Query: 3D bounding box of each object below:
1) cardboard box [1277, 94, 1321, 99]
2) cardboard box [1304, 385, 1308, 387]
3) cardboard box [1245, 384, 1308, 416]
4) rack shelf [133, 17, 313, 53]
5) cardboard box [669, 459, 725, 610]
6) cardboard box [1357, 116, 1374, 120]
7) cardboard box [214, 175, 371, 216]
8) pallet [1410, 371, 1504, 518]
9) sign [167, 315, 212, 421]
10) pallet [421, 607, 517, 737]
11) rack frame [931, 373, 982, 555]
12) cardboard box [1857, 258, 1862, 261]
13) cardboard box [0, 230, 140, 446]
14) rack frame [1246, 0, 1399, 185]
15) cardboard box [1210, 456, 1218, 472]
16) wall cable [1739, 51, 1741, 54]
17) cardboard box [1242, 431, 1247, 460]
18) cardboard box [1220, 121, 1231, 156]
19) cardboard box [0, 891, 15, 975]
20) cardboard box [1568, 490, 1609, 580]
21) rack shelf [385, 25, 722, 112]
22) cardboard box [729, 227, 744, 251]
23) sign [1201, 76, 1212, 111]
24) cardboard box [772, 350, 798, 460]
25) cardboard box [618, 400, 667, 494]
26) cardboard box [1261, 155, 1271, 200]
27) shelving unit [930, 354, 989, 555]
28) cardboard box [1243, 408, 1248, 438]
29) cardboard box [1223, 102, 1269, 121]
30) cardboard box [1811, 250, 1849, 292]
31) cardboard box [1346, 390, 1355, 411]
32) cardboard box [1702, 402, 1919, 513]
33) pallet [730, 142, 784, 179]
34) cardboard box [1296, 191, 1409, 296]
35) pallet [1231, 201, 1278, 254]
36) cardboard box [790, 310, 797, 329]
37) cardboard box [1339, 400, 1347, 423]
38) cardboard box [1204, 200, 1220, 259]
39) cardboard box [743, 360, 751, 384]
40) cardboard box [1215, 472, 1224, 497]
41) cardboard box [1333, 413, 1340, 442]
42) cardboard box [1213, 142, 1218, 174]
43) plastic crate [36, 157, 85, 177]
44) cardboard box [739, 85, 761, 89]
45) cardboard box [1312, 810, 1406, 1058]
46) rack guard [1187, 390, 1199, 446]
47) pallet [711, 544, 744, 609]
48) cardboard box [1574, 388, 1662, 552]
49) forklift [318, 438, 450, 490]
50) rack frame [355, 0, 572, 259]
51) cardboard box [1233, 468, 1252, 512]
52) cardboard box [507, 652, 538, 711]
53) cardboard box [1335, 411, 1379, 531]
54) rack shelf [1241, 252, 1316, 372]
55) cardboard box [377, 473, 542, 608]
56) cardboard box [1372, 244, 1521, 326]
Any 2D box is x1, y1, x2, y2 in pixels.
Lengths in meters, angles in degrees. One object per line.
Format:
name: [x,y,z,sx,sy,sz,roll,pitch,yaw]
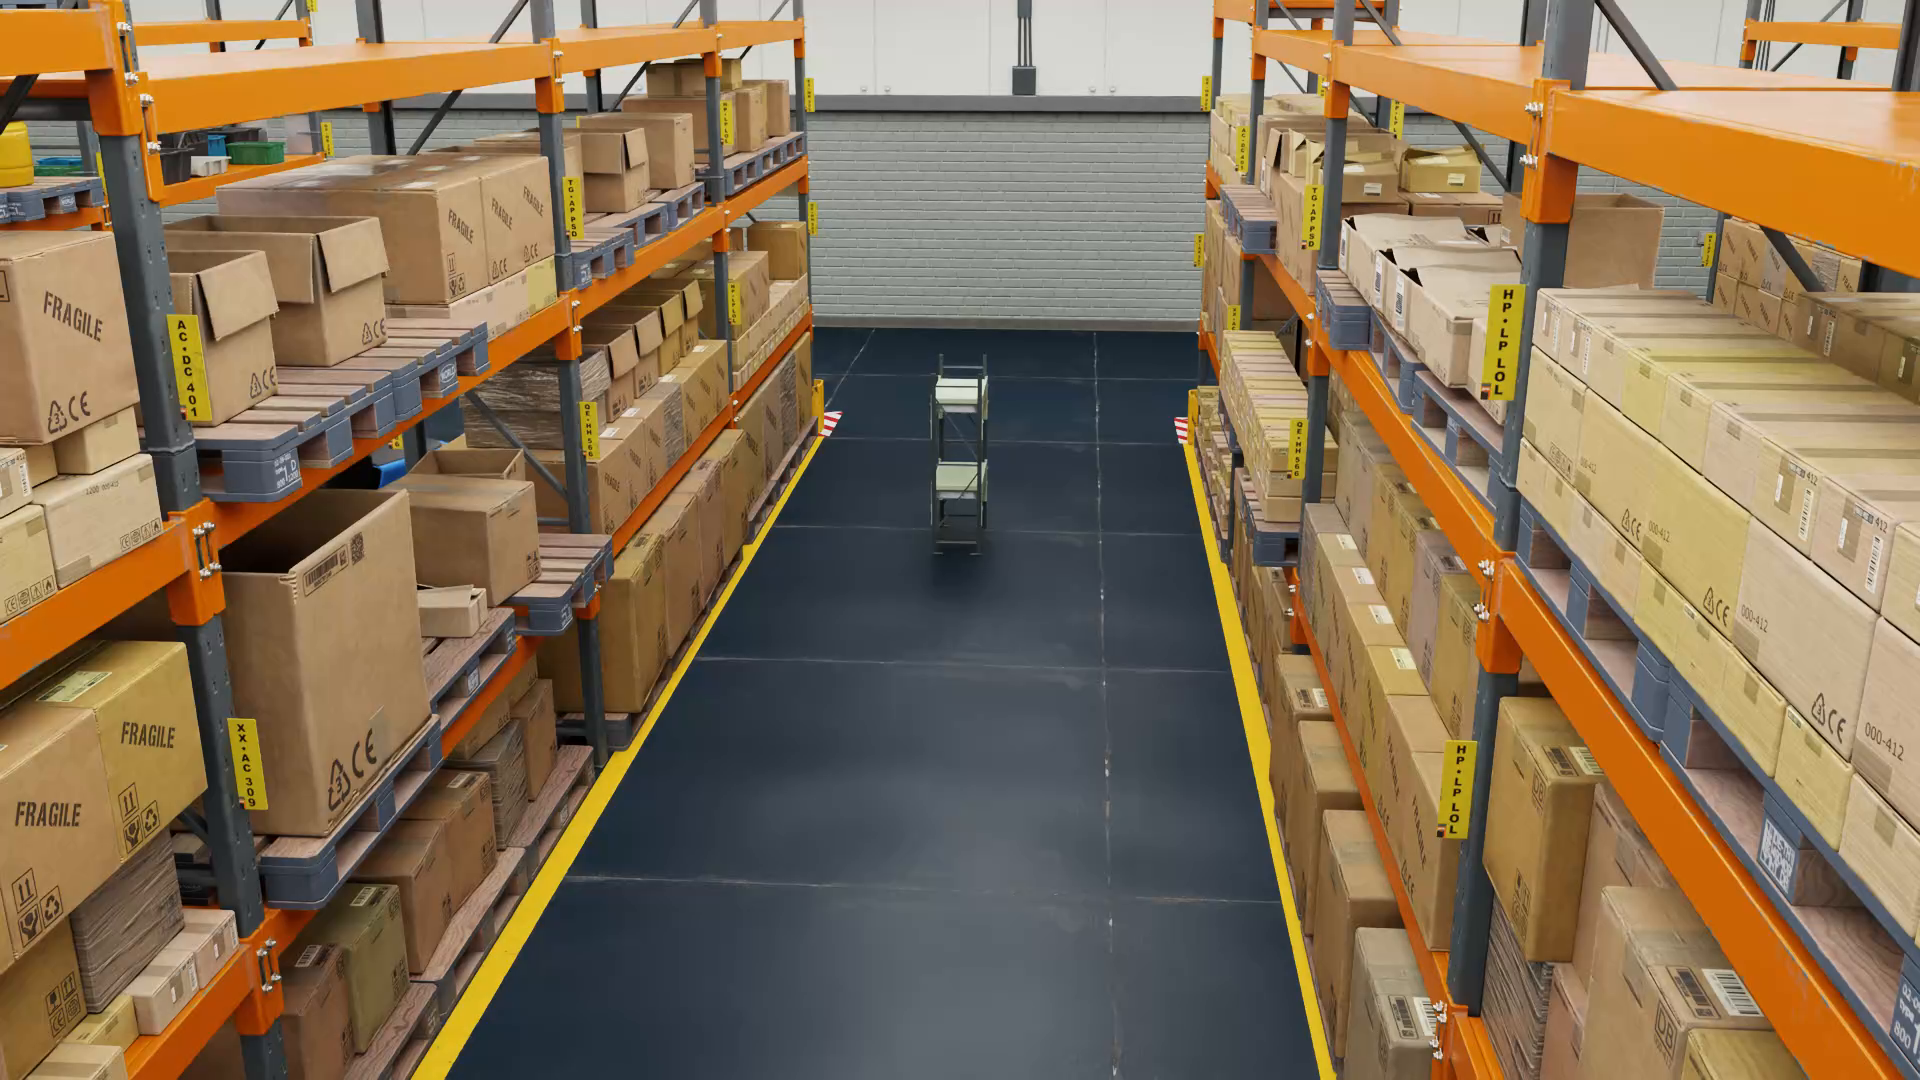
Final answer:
cardboard box: [3.184,-4.117,15.650,0.380,0.149,0.250,1,18,3]
cardboard box: [2.919,-1.246,13.313,0.380,0.149,0.250,2,18,6]
cardboard box: [2.014,-0.888,10.588,0.380,0.149,0.250,2,18,7]
rack shelf: [-7.109,-4.396,14.684,1.077,0.370,4.000,1,18,4]
cardboard box: [-2.401,-0.058,12.021,1.225,0.875,0.875,1,18,2]
cardboard box: [2.943,-3.153,12.709,0.380,0.149,0.250,1,18,2]
cardboard box: [-2.958,-1.359,7.473,0.500,0.500,0.500,1,18,2]
pallet: [2.071,-0.339,5.630,0.805,0.209,1.217,1,18,2]
sign: [-2.344,-0.522,5.051,0.100,0.325,0.005,1,18,4]
pallet: [-2.700,0.604,7.570,1.003,0.211,1.213,1,18,4]
rack frame: [-0.027,-0.597,13.336,0.400,1.500,0.023,1,18,4]
cardboard box: [7.432,-2.293,13.297,0.380,0.149,0.250,1,18,3]
cardboard box: [-2.663,-0.567,4.578,0.500,0.500,0.500,1,18,2]
rack frame: [2.628,-4.054,11.843,1.000,3.000,0.127,1,18,4]
cardboard box: [2.461,-0.654,15.005,0.380,0.149,0.250,1,18,4]
wall cable: [8.736,-6.972,20.750,2.355,3.000,0.029,1,18,4]
cardboard box: [2.015,-0.603,10.674,0.380,0.149,0.250,2,18,6]
cardboard box: [2.505,-3.431,14.196,0.500,0.250,0.500,1,18,2]
cardboard box: [-2.714,0.932,4.018,0.500,0.500,0.500,1,18,4]
cardboard box: [1.654,-0.008,3.882,0.380,0.149,0.250,1,18,4]
rack shelf: [-2.455,-3.043,10.555,1.077,0.370,4.000,1,18,4]
cardboard box: [-2.365,-2.716,15.952,0.500,0.500,0.500,1,18,3]
sign: [2.374,-4.298,16.002,0.100,0.325,0.005,1,18,4]
cardboard box: [-2.056,-1.294,15.793,0.875,0.875,0.875,1,18,4]
cardboard box: [-2.224,-0.615,10.821,0.500,0.500,0.500,1,18,3]
cardboard box: [2.356,-2.517,11.439,0.500,0.311,0.500,1,18,3]
shelving unit: [0.000,-0.711,13.683,0.431,1.500,0.755,1,18,4]
cardboard box: [2.013,-0.747,10.635,0.380,0.149,0.250,2,18,5]
cardboard box: [2.491,-3.732,14.475,0.380,0.149,0.250,2,18,6]
cardboard box: [7.403,-2.115,13.794,0.500,0.500,0.500,2,18,5]
cardboard box: [2.660,-0.871,10.538,0.380,0.149,0.250,2,18,6]
cardboard box: [1.600,-0.150,3.033,0.380,0.149,0.250,1,18,4]
pallet: [-2.153,-3.360,14.686,1.003,0.211,1.213,1,18,4]
cardboard box: [2.129,-1.617,9.062,0.500,0.500,0.500,1,18,4]
pallet: [2.406,-2.028,10.778,1.213,0.211,1.003,1,18,4]
cardboard box: [-1.777,-2.114,15.959,0.380,0.149,0.250,2,18,5]
cardboard box: [2.683,-0.812,10.835,0.380,0.149,0.250,2,18,6]
cardboard box: [2.618,-2.976,15.944,0.500,0.500,0.500,1,18,4]
cardboard box: [-1.940,-1.392,13.757,0.380,0.149,0.250,1,18,2]
cardboard box: [2.342,-0.462,13.942,0.380,0.149,0.250,1,18,2]
cardboard box: [2.707,-0.751,11.126,0.380,0.149,0.250,2,18,6]
cardboard box: [2.586,-3.502,15.218,0.500,0.250,0.500,2,18,6]
plastic crate: [-7.505,-3.091,13.992,0.416,0.233,0.300,1,18,4]
cardboard box: [-2.158,-3.811,14.924,0.700,0.500,0.500,0,18,0]
cardboard box: [2.082,1.657,6.988,1.050,0.750,0.750,1,18,4]
rack guard: [2.909,-1.234,16.886,1.175,0.500,0.348,1,18,4]
pallet: [-2.292,0.221,12.909,1.003,0.211,1.213,1,18,4]
cardboard box: [1.706,-0.159,3.701,0.500,0.250,0.500,1,18,3]
forklift: [-4.984,-0.785,11.612,1.130,2.935,3.031,10,21,27]
rack frame: [-2.599,-2.954,8.485,1.000,3.000,0.127,1,18,4]
cardboard box: [2.312,-0.347,12.302,0.500,0.250,0.500,0,18,1]
cardboard box: [-2.617,0.728,8.986,0.500,0.250,0.500,2,18,6]
cardboard box: [2.299,-0.344,8.390,0.700,0.500,0.500,1,18,4]
rack shelf: [2.485,-1.665,10.527,1.077,0.370,4.000,1,18,4]
cardboard box: [-2.538,-0.006,8.288,0.700,0.500,0.500,4,19,12]
cardboard box: [1.997,-1.056,6.819,0.500,0.311,0.500,1,18,3]
